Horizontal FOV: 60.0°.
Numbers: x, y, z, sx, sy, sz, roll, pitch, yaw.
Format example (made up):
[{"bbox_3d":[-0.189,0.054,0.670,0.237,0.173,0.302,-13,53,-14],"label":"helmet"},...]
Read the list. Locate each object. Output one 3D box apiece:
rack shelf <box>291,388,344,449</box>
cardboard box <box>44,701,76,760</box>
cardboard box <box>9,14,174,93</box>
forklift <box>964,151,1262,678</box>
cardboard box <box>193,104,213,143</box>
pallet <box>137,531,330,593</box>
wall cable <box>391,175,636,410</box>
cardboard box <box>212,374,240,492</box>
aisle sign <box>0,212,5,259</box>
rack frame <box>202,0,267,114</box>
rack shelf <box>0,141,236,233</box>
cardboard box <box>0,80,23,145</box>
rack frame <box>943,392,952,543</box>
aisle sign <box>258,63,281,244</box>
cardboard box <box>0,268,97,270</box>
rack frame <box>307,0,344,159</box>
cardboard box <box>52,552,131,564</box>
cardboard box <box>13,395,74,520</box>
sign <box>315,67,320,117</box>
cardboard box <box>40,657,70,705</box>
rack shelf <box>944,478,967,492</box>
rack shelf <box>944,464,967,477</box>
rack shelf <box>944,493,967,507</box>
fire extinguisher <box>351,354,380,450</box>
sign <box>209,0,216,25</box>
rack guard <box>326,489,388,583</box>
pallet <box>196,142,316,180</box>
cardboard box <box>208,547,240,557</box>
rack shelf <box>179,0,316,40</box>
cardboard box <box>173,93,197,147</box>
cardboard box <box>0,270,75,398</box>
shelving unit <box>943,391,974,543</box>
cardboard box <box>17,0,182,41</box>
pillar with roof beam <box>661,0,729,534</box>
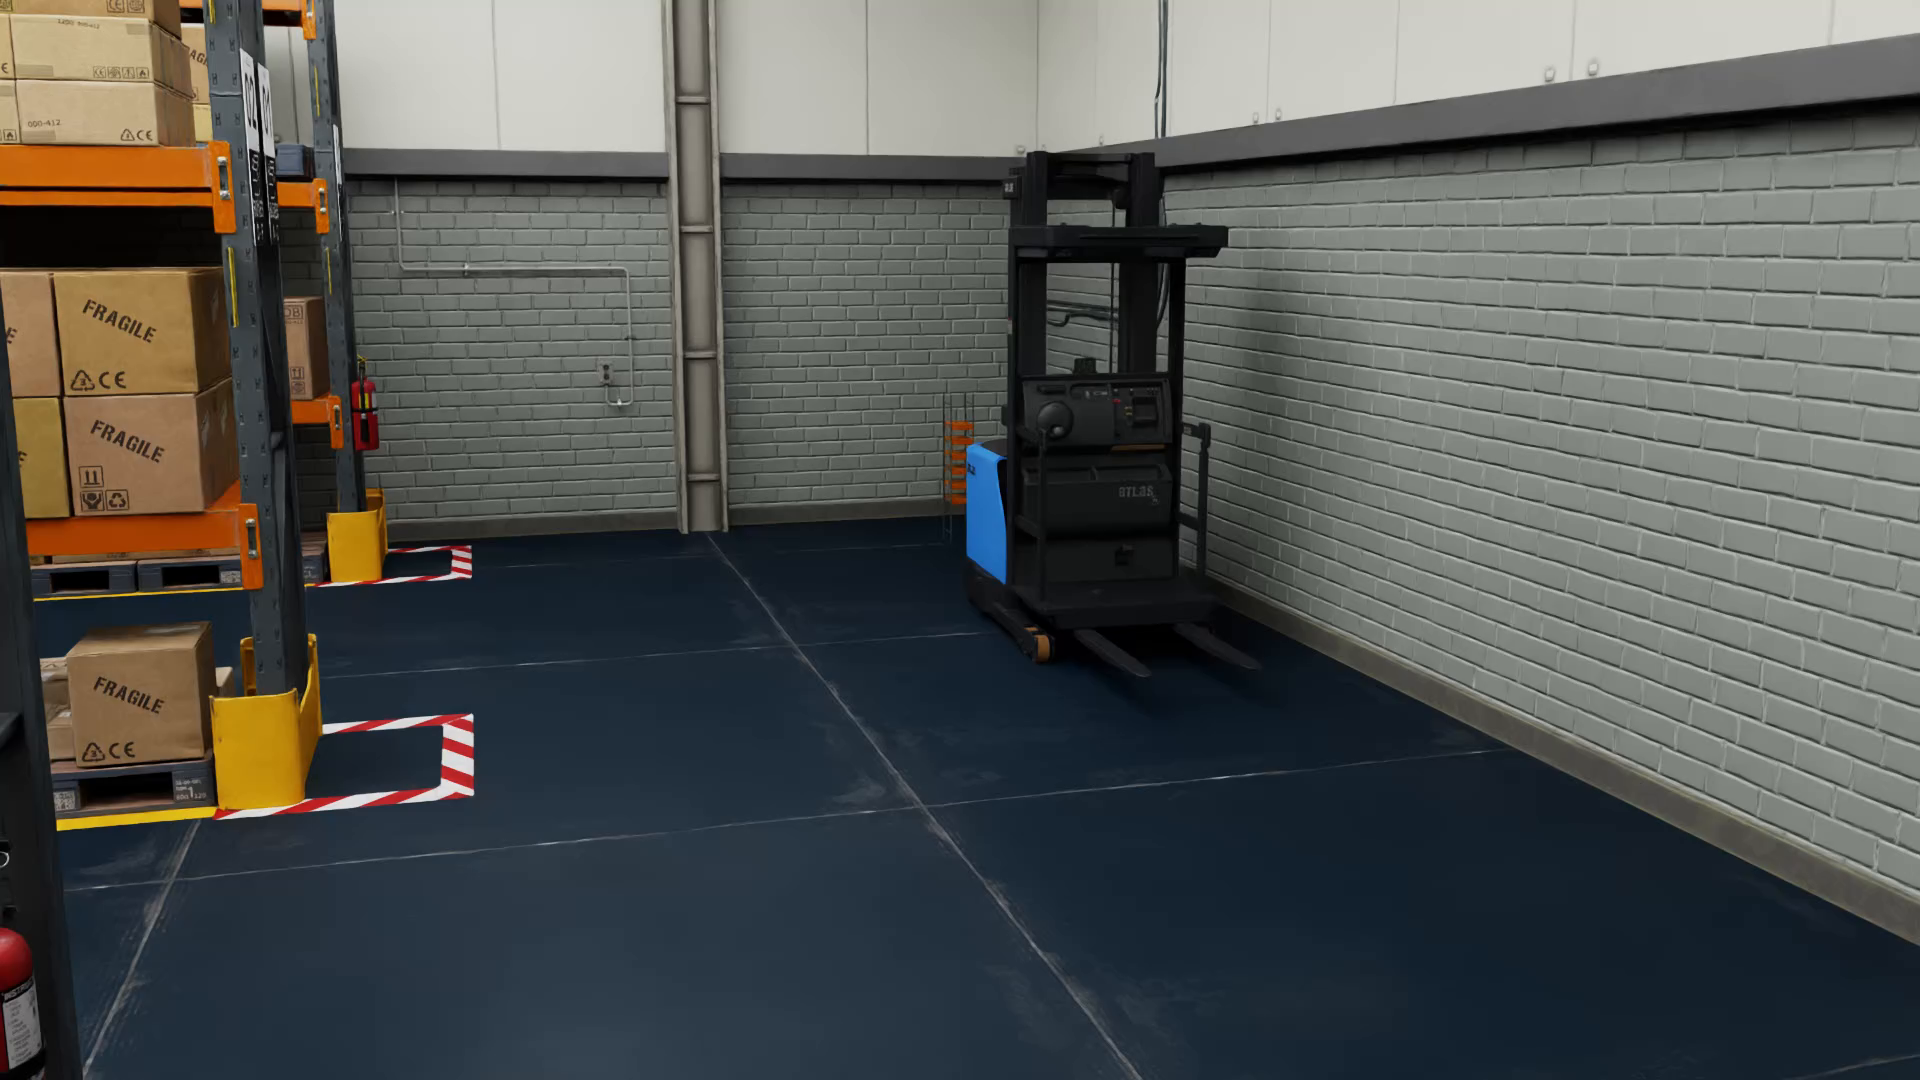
[{"bbox_3d":[-6.438,-0.821,11.710,4.000,0.370,1.077,-3,11,-16],"label":"rack shelf"},{"bbox_3d":[-3.997,0.837,7.327,0.250,0.166,0.380,-3,11,-16],"label":"cardboard box"},{"bbox_3d":[-3.552,-1.992,6.833,0.500,0.250,0.500,-3,11,-16],"label":"cardboard box"},{"bbox_3d":[0.884,-0.804,9.818,1.130,2.935,3.031,-3,11,-14],"label":"forklift"},{"bbox_3d":[-5.147,-2.850,11.438,0.500,0.250,0.500,-3,11,-14],"label":"cardboard box"},{"bbox_3d":[-5.264,0.149,12.154,1.213,0.211,1.003,-3,11,-16],"label":"pallet"},{"bbox_3d":[-3.553,-2.005,13.348,1.851,1.984,0.084,-3,11,-16],"label":"wall cable"},{"bbox_3d":[-3.629,-0.488,7.636,0.500,0.500,0.500,-3,11,-15],"label":"cardboard box"},{"bbox_3d":[-1.763,-0.888,2.905,0.004,0.787,0.394,-3,11,-16],"label":"aisle sign"},{"bbox_3d":[-3.130,-3.366,6.975,0.127,3.000,1.000,-3,11,-16],"label":"rack frame"},{"bbox_3d":[-5.050,-1.436,6.762,4.000,0.370,1.077,-3,11,-16],"label":"rack shelf"},{"bbox_3d":[-4.032,-1.722,6.743,0.500,0.250,0.500,-3,11,-16],"label":"cardboard box"},{"bbox_3d":[-0.102,-0.585,13.409,0.006,1.200,0.240,-3,11,-16],"label":"rack frame"},{"bbox_3d":[-3.146,-1.748,7.579,0.004,0.787,0.394,-3,11,-16],"label":"aisle sign"},{"bbox_3d":[-4.129,-0.952,7.395,0.500,0.500,0.500,-3,11,-15],"label":"cardboard box"},{"bbox_3d":[-4.518,-4.227,11.652,0.127,3.000,1.000,-3,11,-16],"label":"rack frame"},{"bbox_3d":[-6.125,-0.150,11.820,0.500,0.500,0.700,-3,11,-18],"label":"cardboard box"},{"bbox_3d":[-3.981,-0.368,6.983,0.500,0.500,0.500,-3,11,-15],"label":"cardboard box"},{"bbox_3d":[-4.379,-3.053,11.334,0.005,0.325,0.100,-3,11,-16],"label":"sign"},{"bbox_3d":[-4.211,0.724,7.708,0.500,0.250,0.500,-3,11,-16],"label":"cardboard box"},{"bbox_3d":[-0.014,-0.428,13.464,0.180,0.103,0.258,-3,11,-16],"label":"rack shelf"},{"bbox_3d":[-0.014,-0.546,13.442,0.180,0.103,0.258,-3,11,-16],"label":"rack shelf"},{"bbox_3d":[-0.014,-0.310,13.485,0.180,0.103,0.258,-3,11,-16],"label":"rack shelf"},{"bbox_3d":[-4.244,-0.982,11.841,0.183,0.674,0.296,-3,11,-16],"label":"fire extinguisher"},{"bbox_3d":[-2.994,-2.229,6.637,0.005,0.325,0.100,-3,11,-16],"label":"sign"},{"bbox_3d":[-4.495,-0.048,12.428,0.348,0.500,1.175,-3,11,-16],"label":"rack guard"},{"bbox_3d":[-5.227,-2.669,11.718,1.213,0.211,1.003,-3,11,-16],"label":"pallet"},{"bbox_3d":[-5.162,-0.201,12.096,0.500,0.500,0.700,-3,11,-16],"label":"cardboard box"},{"bbox_3d":[-6.438,-3.575,11.203,4.000,0.370,1.077,-3,11,-16],"label":"rack shelf"},{"bbox_3d":[-3.694,-1.835,7.359,0.500,0.250,0.500,-3,11,-16],"label":"cardboard box"},{"bbox_3d":[-3.965,-0.860,6.897,0.500,0.500,0.500,-3,11,-14],"label":"cardboard box"},{"bbox_3d":[-0.014,-0.589,13.434,0.189,1.200,0.258,-3,11,-16],"label":"shelving unit"},{"bbox_3d":[-3.618,-2.403,6.991,0.500,0.500,0.700,-3,11,-16],"label":"cardboard box"},{"bbox_3d":[-0.964,-3.765,9.146,0.400,9.000,9.100,-3,11,-16],"label":"pillar with roof beam"}]
